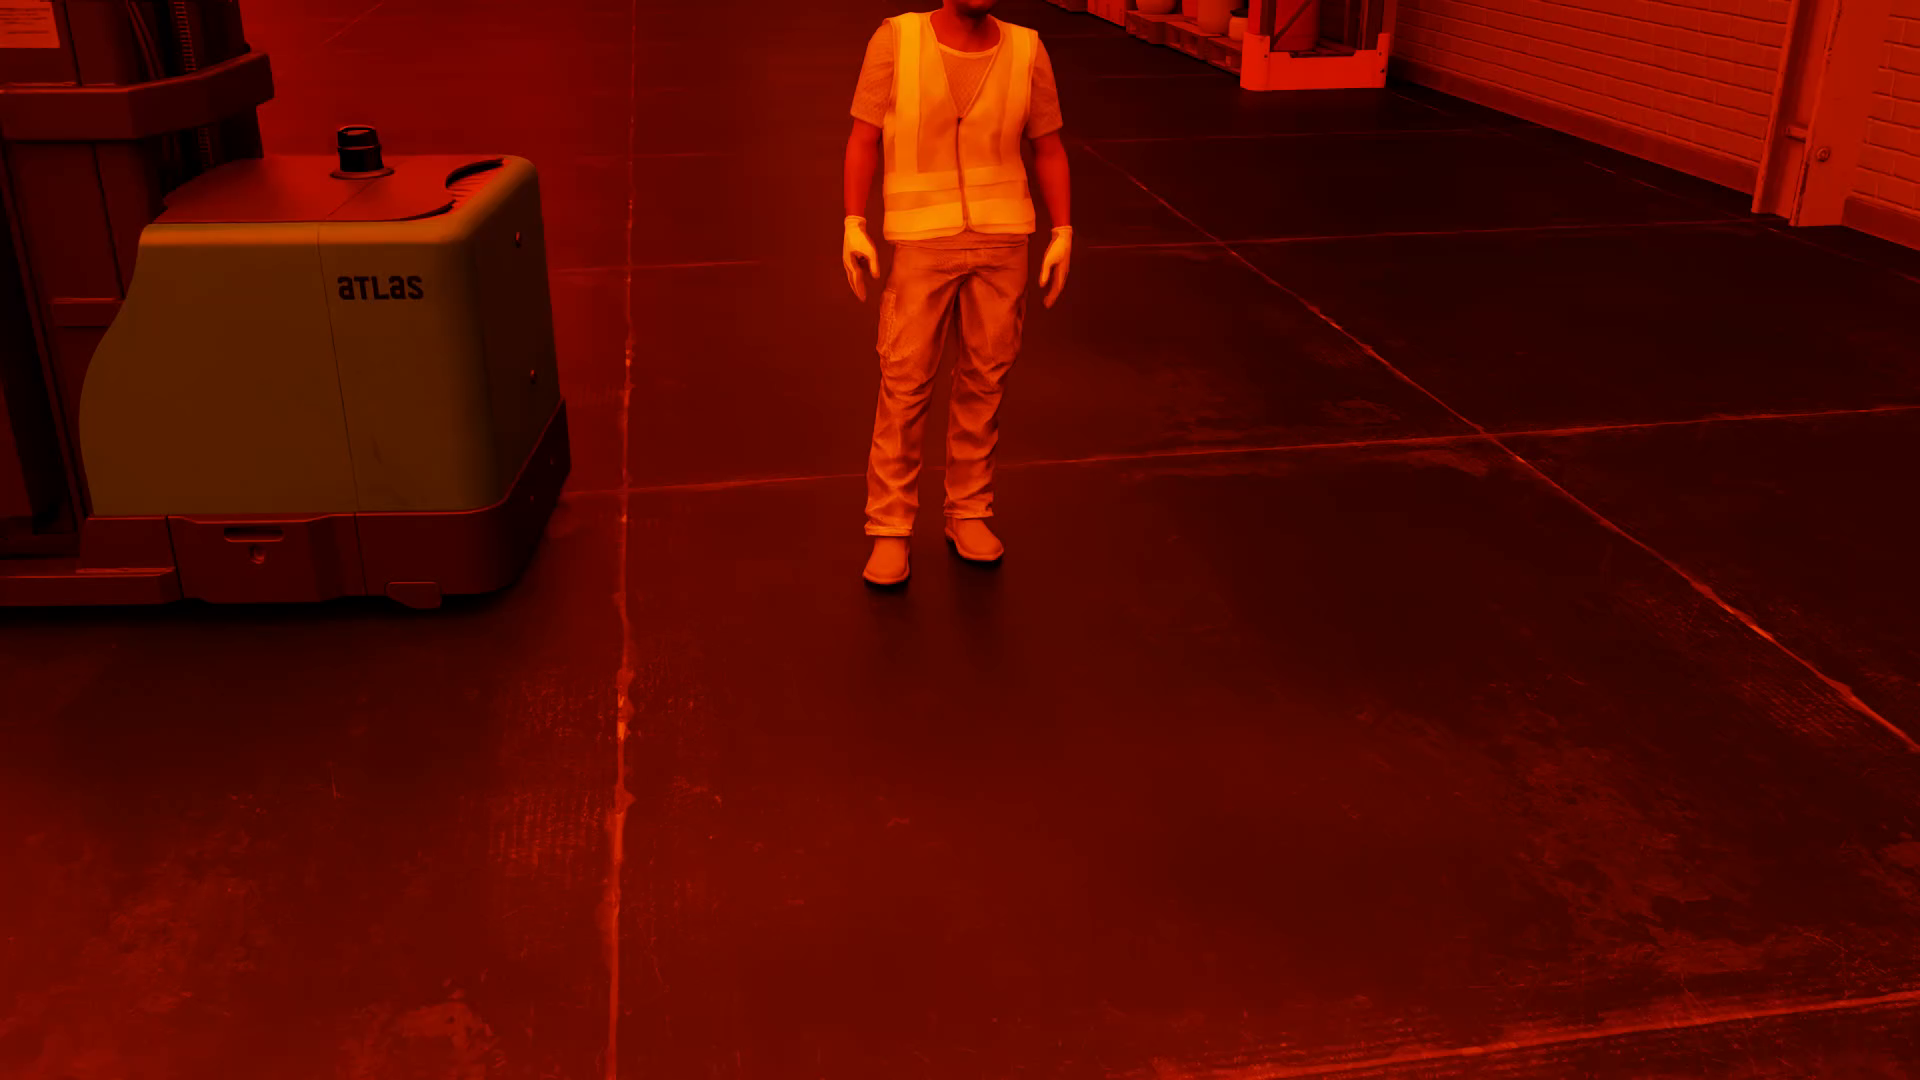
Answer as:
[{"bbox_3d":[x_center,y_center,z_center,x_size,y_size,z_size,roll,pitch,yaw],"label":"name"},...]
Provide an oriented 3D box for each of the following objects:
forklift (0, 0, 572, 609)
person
[{"bbox_3d":[-2.755,-1.319,4.385,3.031,2.935,1.130,-1,23,-2],"label":"forklift"},{"bbox_3d":[0.005,-0.796,4.604,0.656,1.784,0.575,-4,24,-9],"label":"person"}]
